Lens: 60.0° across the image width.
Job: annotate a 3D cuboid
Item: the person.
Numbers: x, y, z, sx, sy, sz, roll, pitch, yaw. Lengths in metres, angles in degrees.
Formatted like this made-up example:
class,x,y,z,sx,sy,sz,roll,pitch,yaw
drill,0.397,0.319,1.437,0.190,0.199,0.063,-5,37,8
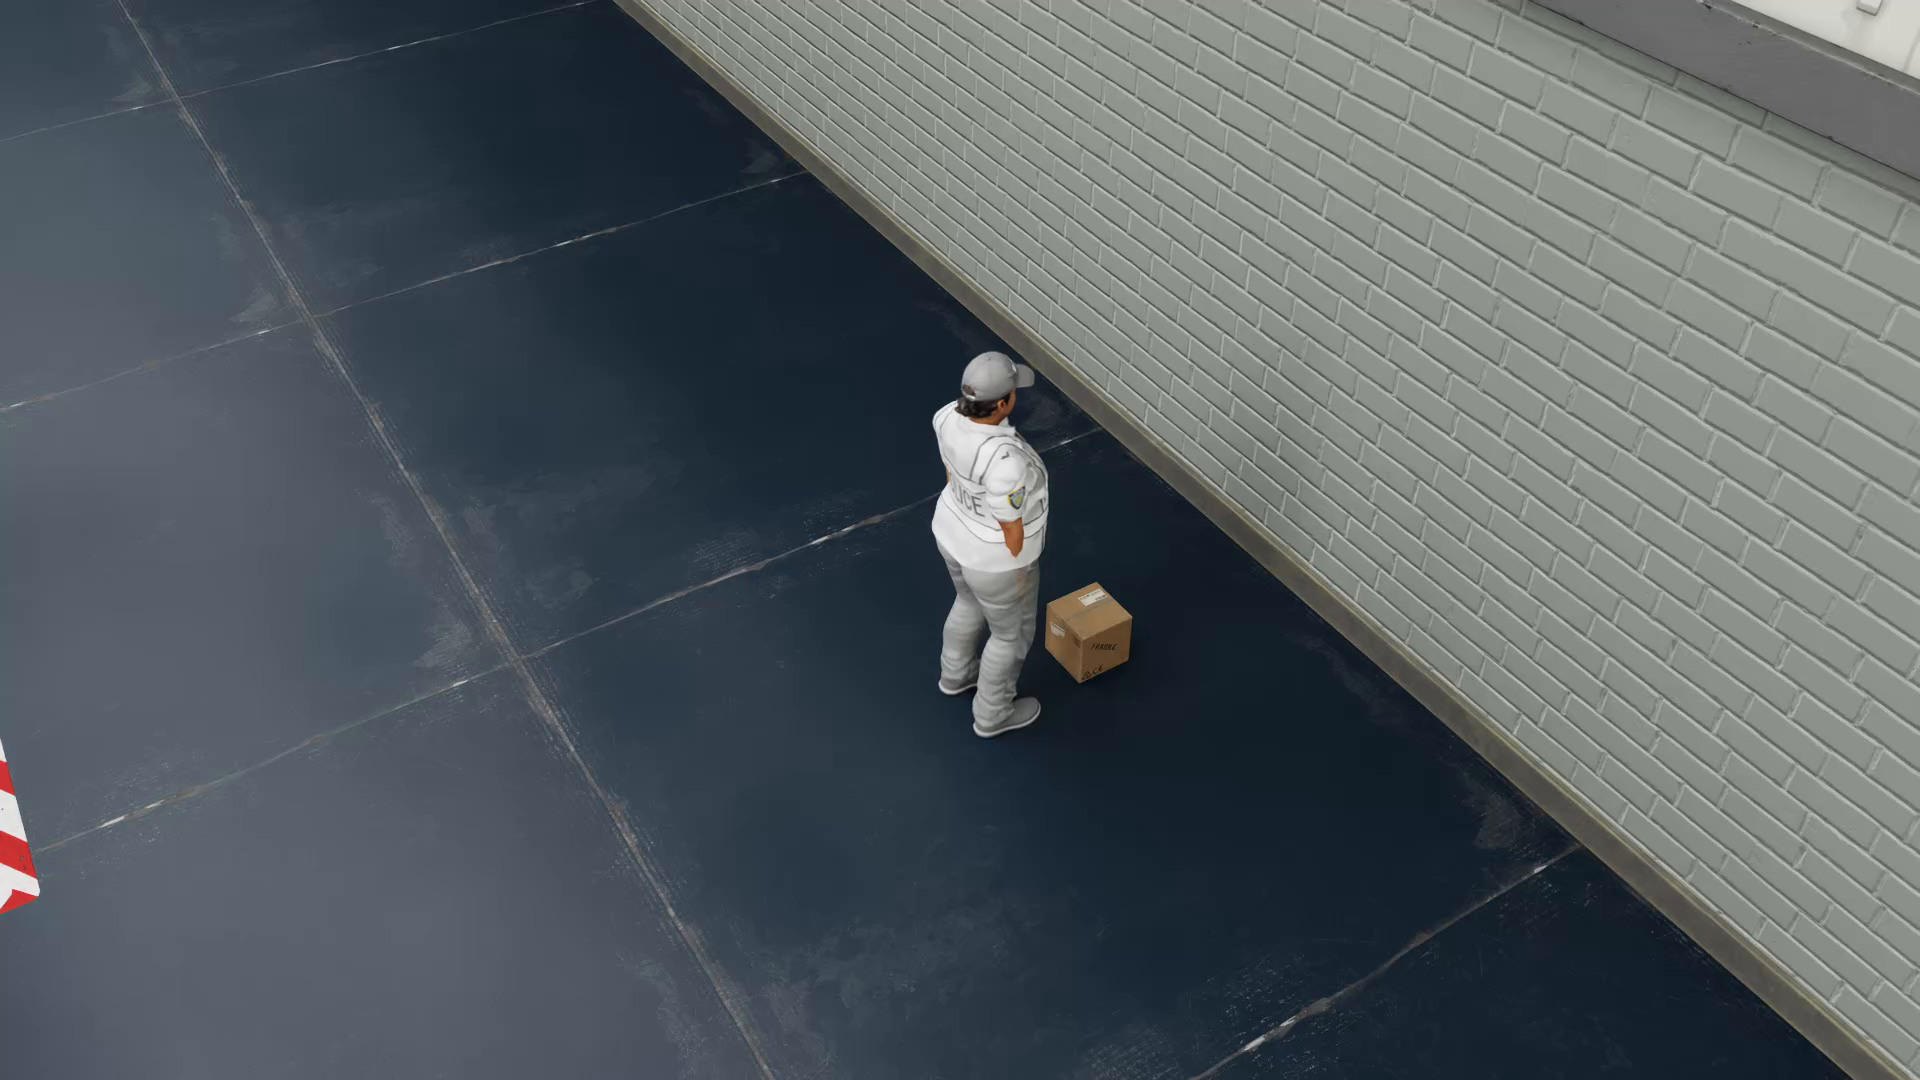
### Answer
class,x,y,z,sx,sy,sz,roll,pitch,yaw
person,0.112,0.008,6.154,0.391,1.660,0.468,-22,45,-23
